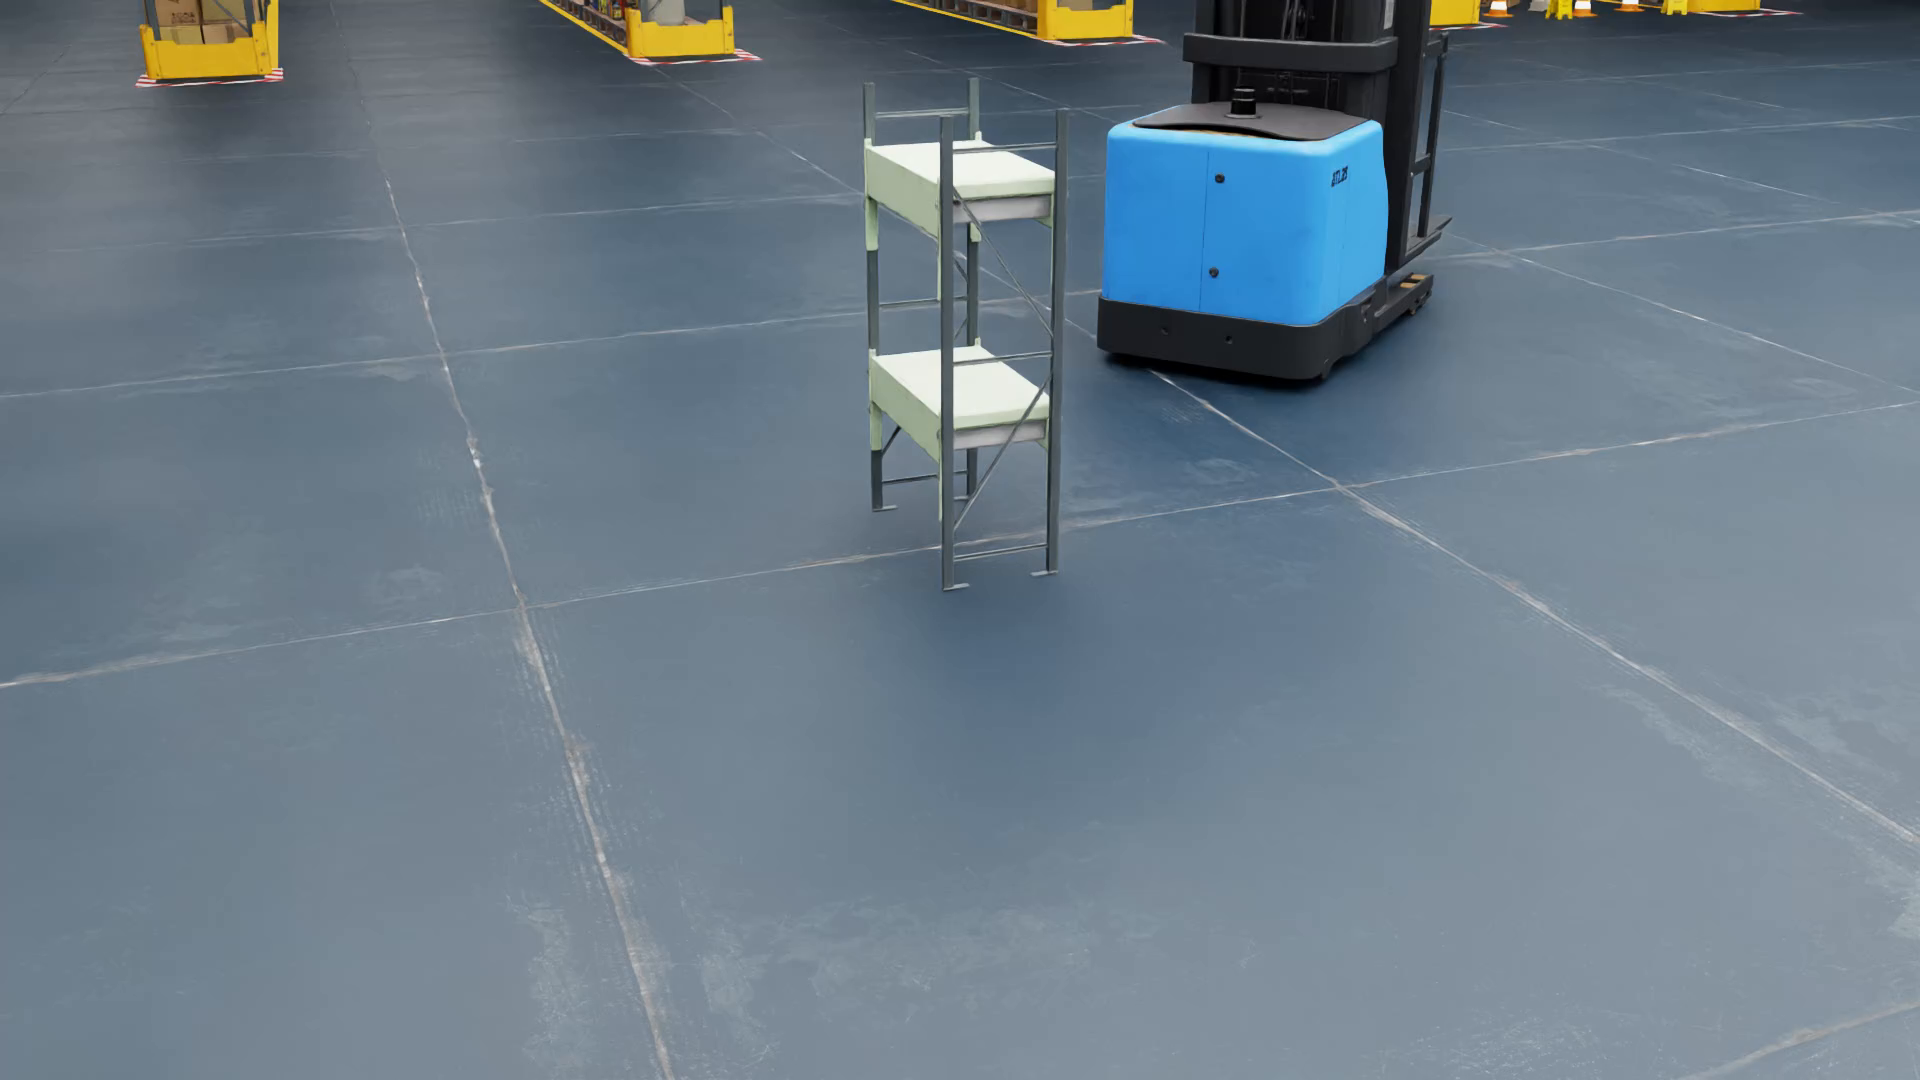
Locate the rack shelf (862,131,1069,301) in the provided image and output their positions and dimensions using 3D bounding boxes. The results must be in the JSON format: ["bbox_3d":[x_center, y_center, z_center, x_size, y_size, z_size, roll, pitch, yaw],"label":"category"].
[{"bbox_3d":[0.002,-1.048,5.301,0.431,0.370,0.720,-8,24,-19],"label":"rack shelf"}]

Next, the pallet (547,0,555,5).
[{"bbox_3d":[-5.664,-8.191,24.912,1.003,0.211,1.213,-8,24,-19],"label":"pallet"}]

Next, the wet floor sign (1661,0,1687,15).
[{"bbox_3d":[9.896,-7.594,22.938,0.267,0.644,0.232,0,23,-1],"label":"wet floor sign"}]

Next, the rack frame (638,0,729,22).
[{"bbox_3d":[-3.075,-6.856,18.154,1.000,3.000,0.127,-8,24,-19],"label":"rack frame"}]

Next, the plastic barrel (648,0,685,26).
[{"bbox_3d":[-3.379,-6.132,19.098,0.421,0.512,0.421,0,23,0],"label":"plastic barrel"}]

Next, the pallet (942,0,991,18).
[{"bbox_3d":[0.416,-7.465,23.189,1.003,0.211,1.213,-8,24,-19],"label":"pallet"}]

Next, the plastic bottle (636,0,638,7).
[{"bbox_3d":[-4.126,-7.077,21.523,0.144,0.351,0.185,-8,24,-19],"label":"plastic bottle"}]

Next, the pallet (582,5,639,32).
[{"bbox_3d":[-4.290,-6.775,21.551,1.003,0.211,1.213,-8,24,-19],"label":"pallet"}]

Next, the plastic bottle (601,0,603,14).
[{"bbox_3d":[-4.446,-6.698,20.815,0.097,0.201,0.097,0,23,0],"label":"plastic bottle"}]

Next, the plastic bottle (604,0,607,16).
[{"bbox_3d":[-4.308,-6.650,20.511,0.144,0.351,0.185,-7,24,-17],"label":"plastic bottle"}]

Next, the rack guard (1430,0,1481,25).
[{"bbox_3d":[6.243,-7.019,21.759,1.175,0.500,0.348,-8,24,-19],"label":"rack guard"}]

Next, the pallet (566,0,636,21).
[{"bbox_3d":[-4.802,-7.304,22.808,1.003,0.211,1.213,-8,24,-19],"label":"pallet"}]

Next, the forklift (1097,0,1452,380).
[{"bbox_3d":[1.802,-2.575,8.085,1.130,2.935,3.031,13,26,27],"label":"forklift"}]

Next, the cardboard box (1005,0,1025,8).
[{"bbox_3d":[0.907,-7.249,21.764,0.500,0.500,0.500,-6,24,-14],"label":"cardboard box"}]

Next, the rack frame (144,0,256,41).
[{"bbox_3d":[-7.710,-6.178,16.545,1.000,3.000,0.127,-8,24,-19],"label":"rack frame"}]

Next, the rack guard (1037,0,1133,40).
[{"bbox_3d":[1.532,-6.411,20.317,1.175,0.500,0.348,-8,24,-19],"label":"rack guard"}]

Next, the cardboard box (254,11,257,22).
[{"bbox_3d":[-8.048,-5.692,18.393,0.500,0.250,0.500,-8,24,-19],"label":"cardboard box"}]

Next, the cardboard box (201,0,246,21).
[{"bbox_3d":[-7.870,-5.856,17.817,0.500,0.500,0.500,-8,24,-19],"label":"cardboard box"}]

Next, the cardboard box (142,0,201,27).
[{"bbox_3d":[-8.178,-5.604,17.217,0.500,0.500,0.500,-8,24,-19],"label":"cardboard box"}]

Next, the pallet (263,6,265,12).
[{"bbox_3d":[-10.282,-7.495,23.261,1.003,0.211,1.213,-8,24,-19],"label":"pallet"}]

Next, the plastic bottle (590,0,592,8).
[{"bbox_3d":[-4.750,-7.010,21.555,0.097,0.201,0.097,0,23,0],"label":"plastic bottle"}]

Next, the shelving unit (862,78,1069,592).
[{"bbox_3d":[0.002,-0.689,5.453,0.431,1.500,0.755,-8,24,-19],"label":"shelving unit"}]

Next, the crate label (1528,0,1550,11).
[{"bbox_3d":[8.217,-7.557,23.502,0.298,0.136,0.250,18,29,36],"label":"crate label"}]

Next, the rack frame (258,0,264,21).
[{"bbox_3d":[-9.123,-7.631,19.993,1.000,3.000,0.127,-8,24,-19],"label":"rack frame"}]

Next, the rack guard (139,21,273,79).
[{"bbox_3d":[-7.702,-5.017,17.010,1.175,0.500,0.348,-8,24,-19],"label":"rack guard"}]

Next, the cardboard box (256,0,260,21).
[{"bbox_3d":[-8.755,-6.419,20.117,0.500,0.250,0.500,-8,24,-19],"label":"cardboard box"}]

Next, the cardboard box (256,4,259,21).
[{"bbox_3d":[-8.397,-6.056,19.256,0.500,0.250,0.500,-8,24,-19],"label":"cardboard box"}]

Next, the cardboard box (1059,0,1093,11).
[{"bbox_3d":[1.354,-6.806,20.714,0.500,0.500,0.500,-4,23,-9],"label":"cardboard box"}]

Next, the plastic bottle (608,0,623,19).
[{"bbox_3d":[-4.197,-6.506,20.264,0.152,0.276,0.135,-8,24,-19],"label":"plastic bottle"}]

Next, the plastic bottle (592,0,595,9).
[{"bbox_3d":[-4.646,-6.967,21.359,0.152,0.276,0.135,-7,24,-17],"label":"plastic bottle"}]

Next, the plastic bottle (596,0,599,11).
[{"bbox_3d":[-4.524,-6.873,21.038,0.144,0.351,0.185,-9,25,-21],"label":"plastic bottle"}]

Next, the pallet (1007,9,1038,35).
[{"bbox_3d":[1.278,-6.578,21.085,1.003,0.211,1.213,-8,24,-19],"label":"pallet"}]

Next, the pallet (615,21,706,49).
[{"bbox_3d":[-3.428,-5.888,19.448,1.003,0.211,1.213,-8,24,-19],"label":"pallet"}]

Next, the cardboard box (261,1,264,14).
[{"bbox_3d":[-9.034,-6.738,20.874,0.500,0.250,0.500,-9,24,-20],"label":"cardboard box"}]

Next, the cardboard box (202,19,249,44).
[{"bbox_3d":[-7.691,-5.329,17.532,0.500,0.250,0.500,-8,24,-19],"label":"cardboard box"}]

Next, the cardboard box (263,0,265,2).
[{"bbox_3d":[-9.578,-7.297,22.200,0.500,0.250,0.500,-8,24,-18],"label":"cardboard box"}]

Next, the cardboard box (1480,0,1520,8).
[{"bbox_3d":[7.841,-8.036,24.167,0.637,0.503,0.797,12,26,27],"label":"cardboard box"}]

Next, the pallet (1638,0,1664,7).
[{"bbox_3d":[10.549,-7.938,24.311,1.003,0.211,1.213,-8,24,-19],"label":"pallet"}]

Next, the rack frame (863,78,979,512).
[{"bbox_3d":[-0.127,-0.822,5.768,0.400,1.500,0.023,-8,24,-19],"label":"rack frame"}]

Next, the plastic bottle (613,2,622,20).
[{"bbox_3d":[-4.134,-6.376,20.053,0.097,0.201,0.097,0,23,0],"label":"plastic bottle"}]

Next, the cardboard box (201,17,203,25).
[{"bbox_3d":[-8.364,-5.438,17.791,0.500,0.250,0.500,-8,24,-19],"label":"cardboard box"}]

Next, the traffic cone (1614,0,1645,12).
[{"bbox_3d":[9.471,-7.705,23.436,0.336,0.463,0.334,-8,24,-19],"label":"traffic cone"}]
